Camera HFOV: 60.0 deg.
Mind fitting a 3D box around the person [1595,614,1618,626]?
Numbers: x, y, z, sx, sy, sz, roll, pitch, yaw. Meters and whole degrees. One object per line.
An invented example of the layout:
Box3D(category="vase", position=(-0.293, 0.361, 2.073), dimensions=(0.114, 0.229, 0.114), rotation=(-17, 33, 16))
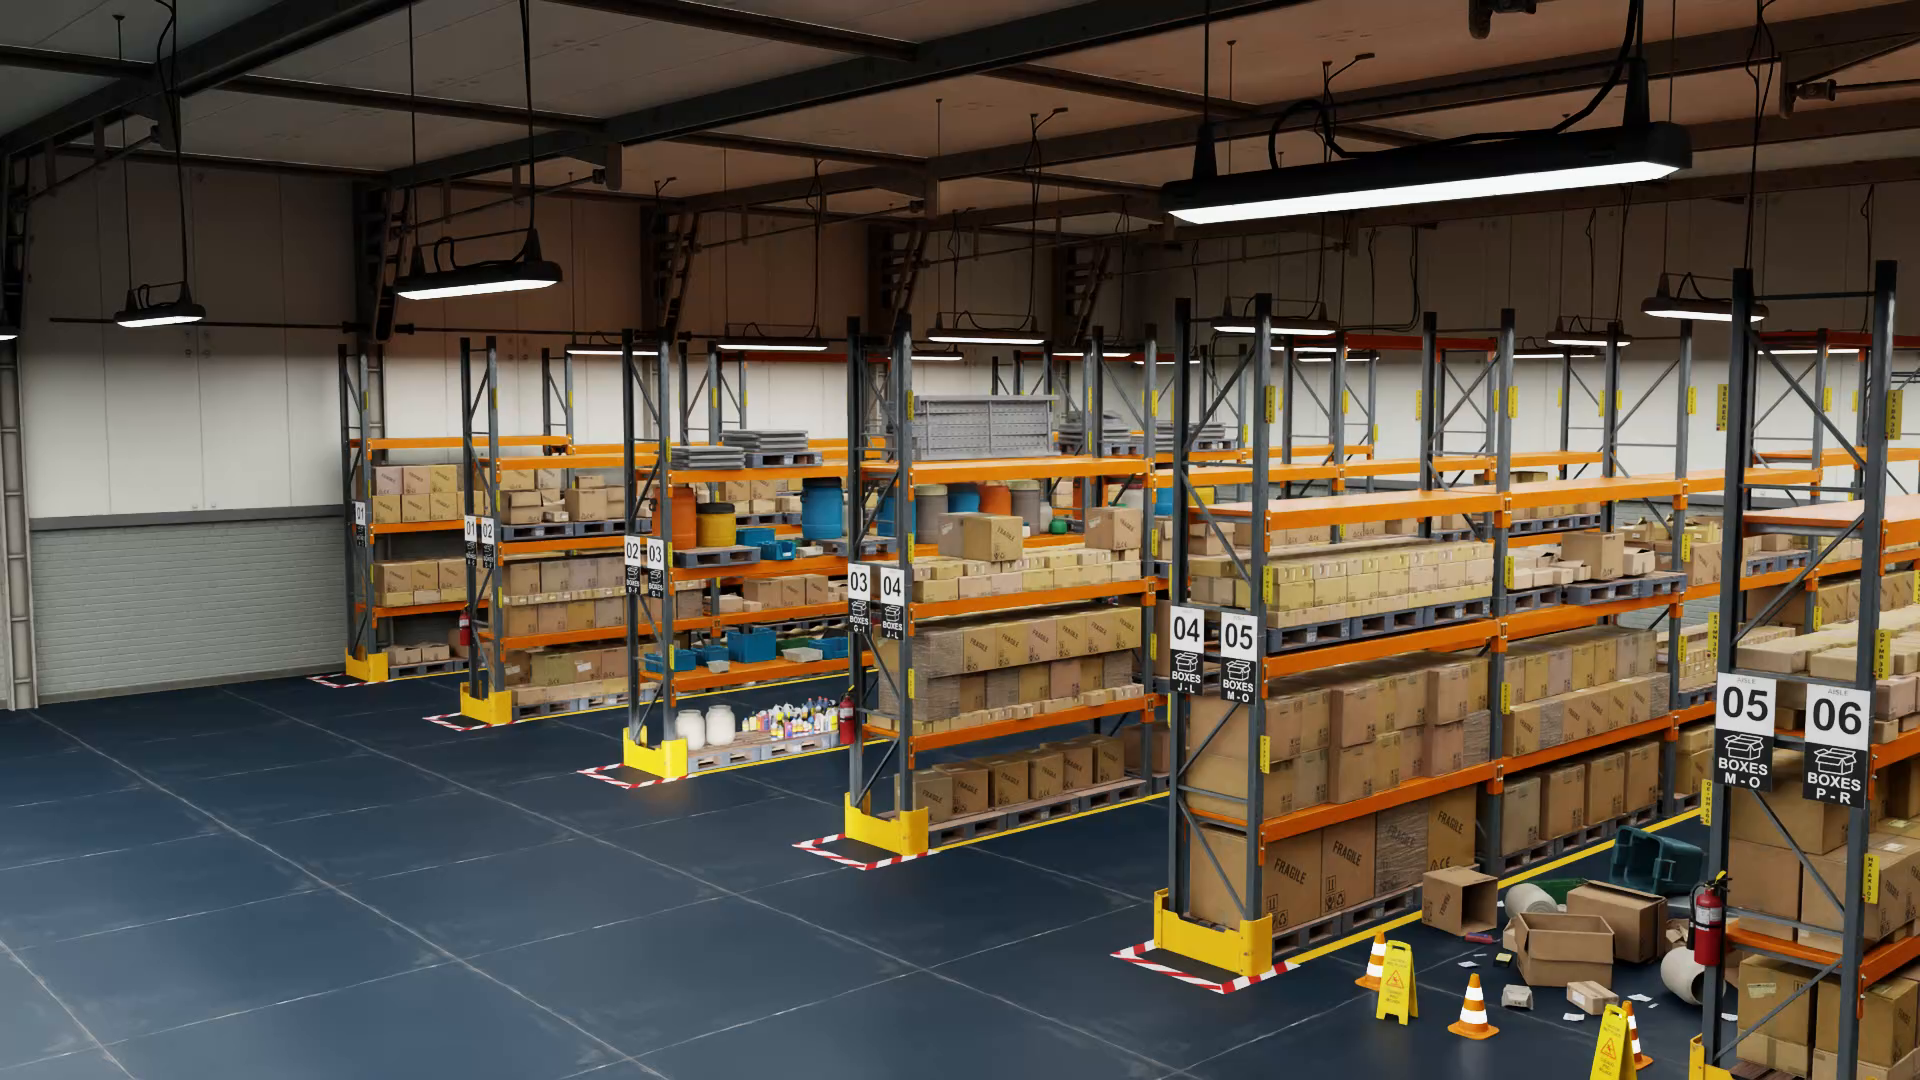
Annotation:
Box3D(category="person", position=(12.179, 1.478, 31.519), dimensions=(1.093, 1.714, 0.585), rotation=(-1, 5, -14))
